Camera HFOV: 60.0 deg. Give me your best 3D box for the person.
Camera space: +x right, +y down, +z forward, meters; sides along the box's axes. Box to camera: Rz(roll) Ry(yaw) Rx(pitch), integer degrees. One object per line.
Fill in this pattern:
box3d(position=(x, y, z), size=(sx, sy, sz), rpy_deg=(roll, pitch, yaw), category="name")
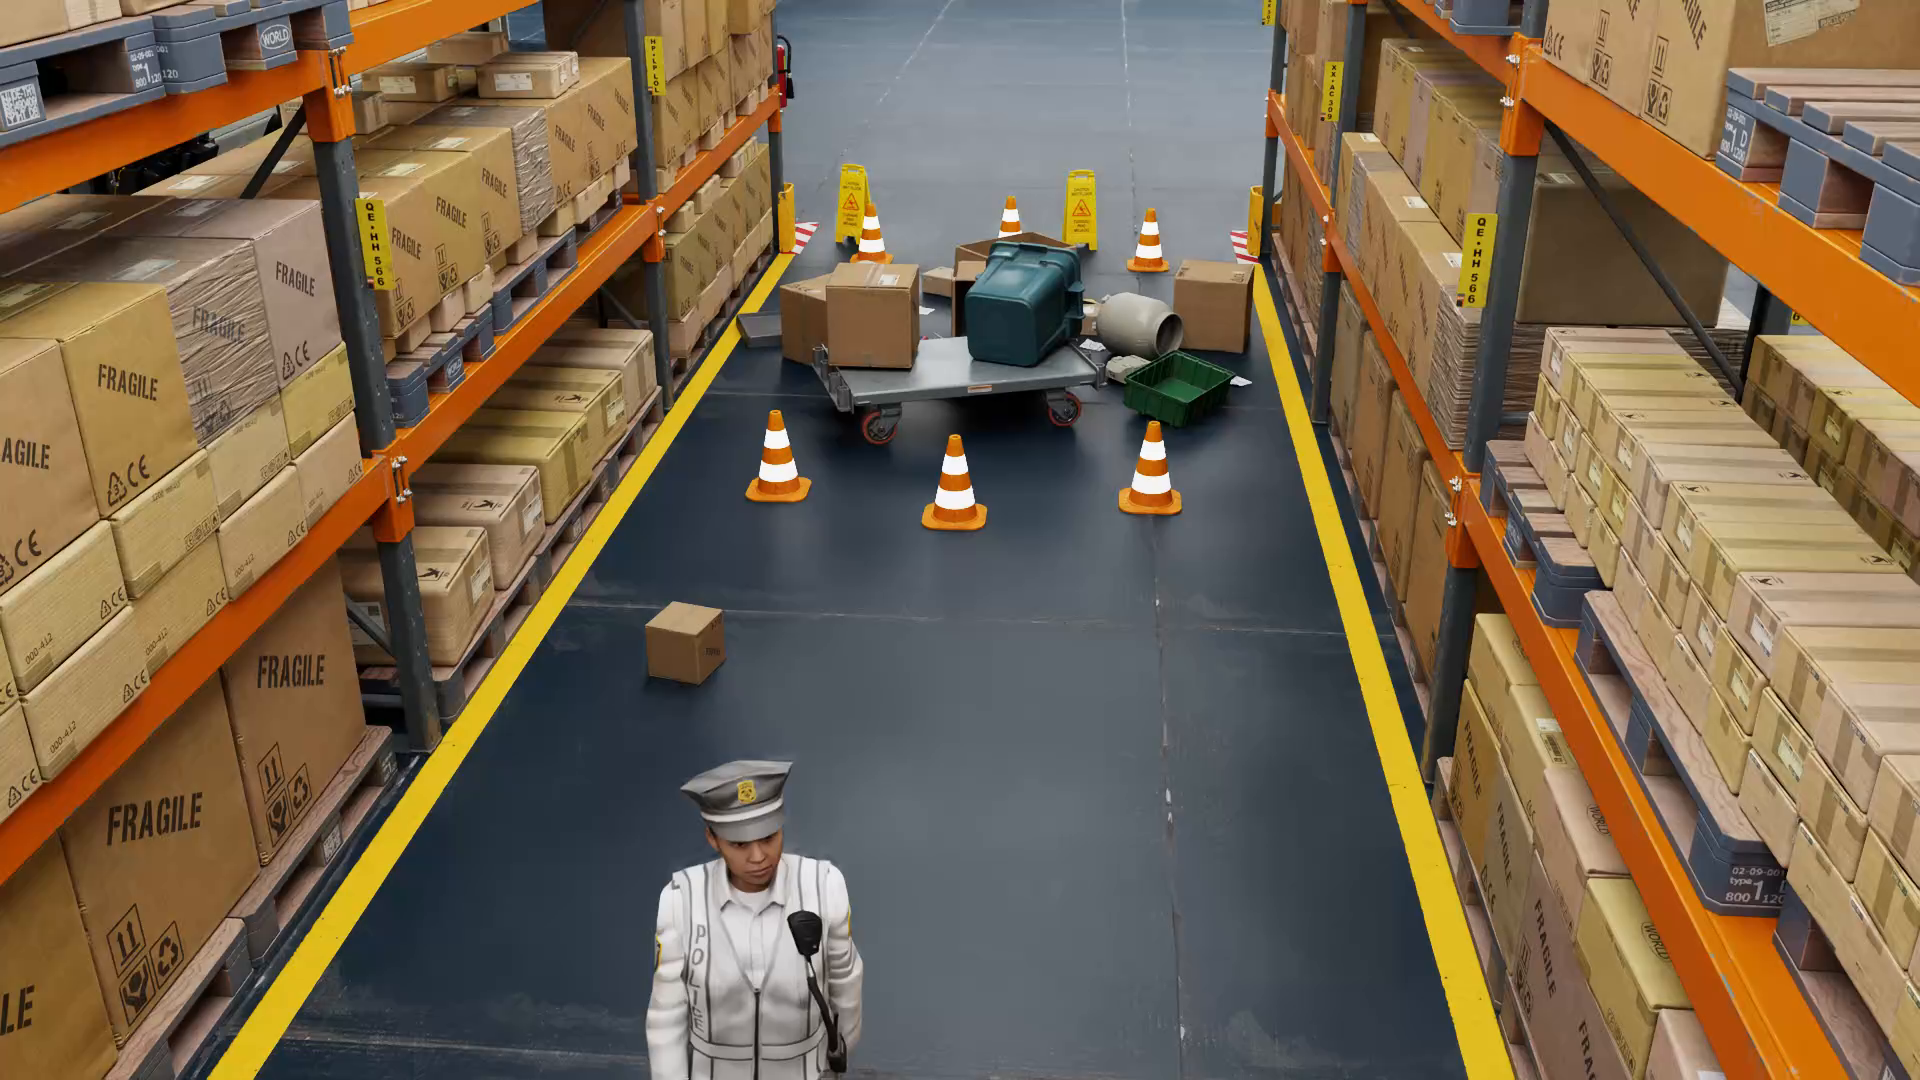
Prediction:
box3d(position=(-0.455, 1.277, 3.772), size=(0.485, 1.682, 0.807), rpy_deg=(-1, 25, -3), category="person")
